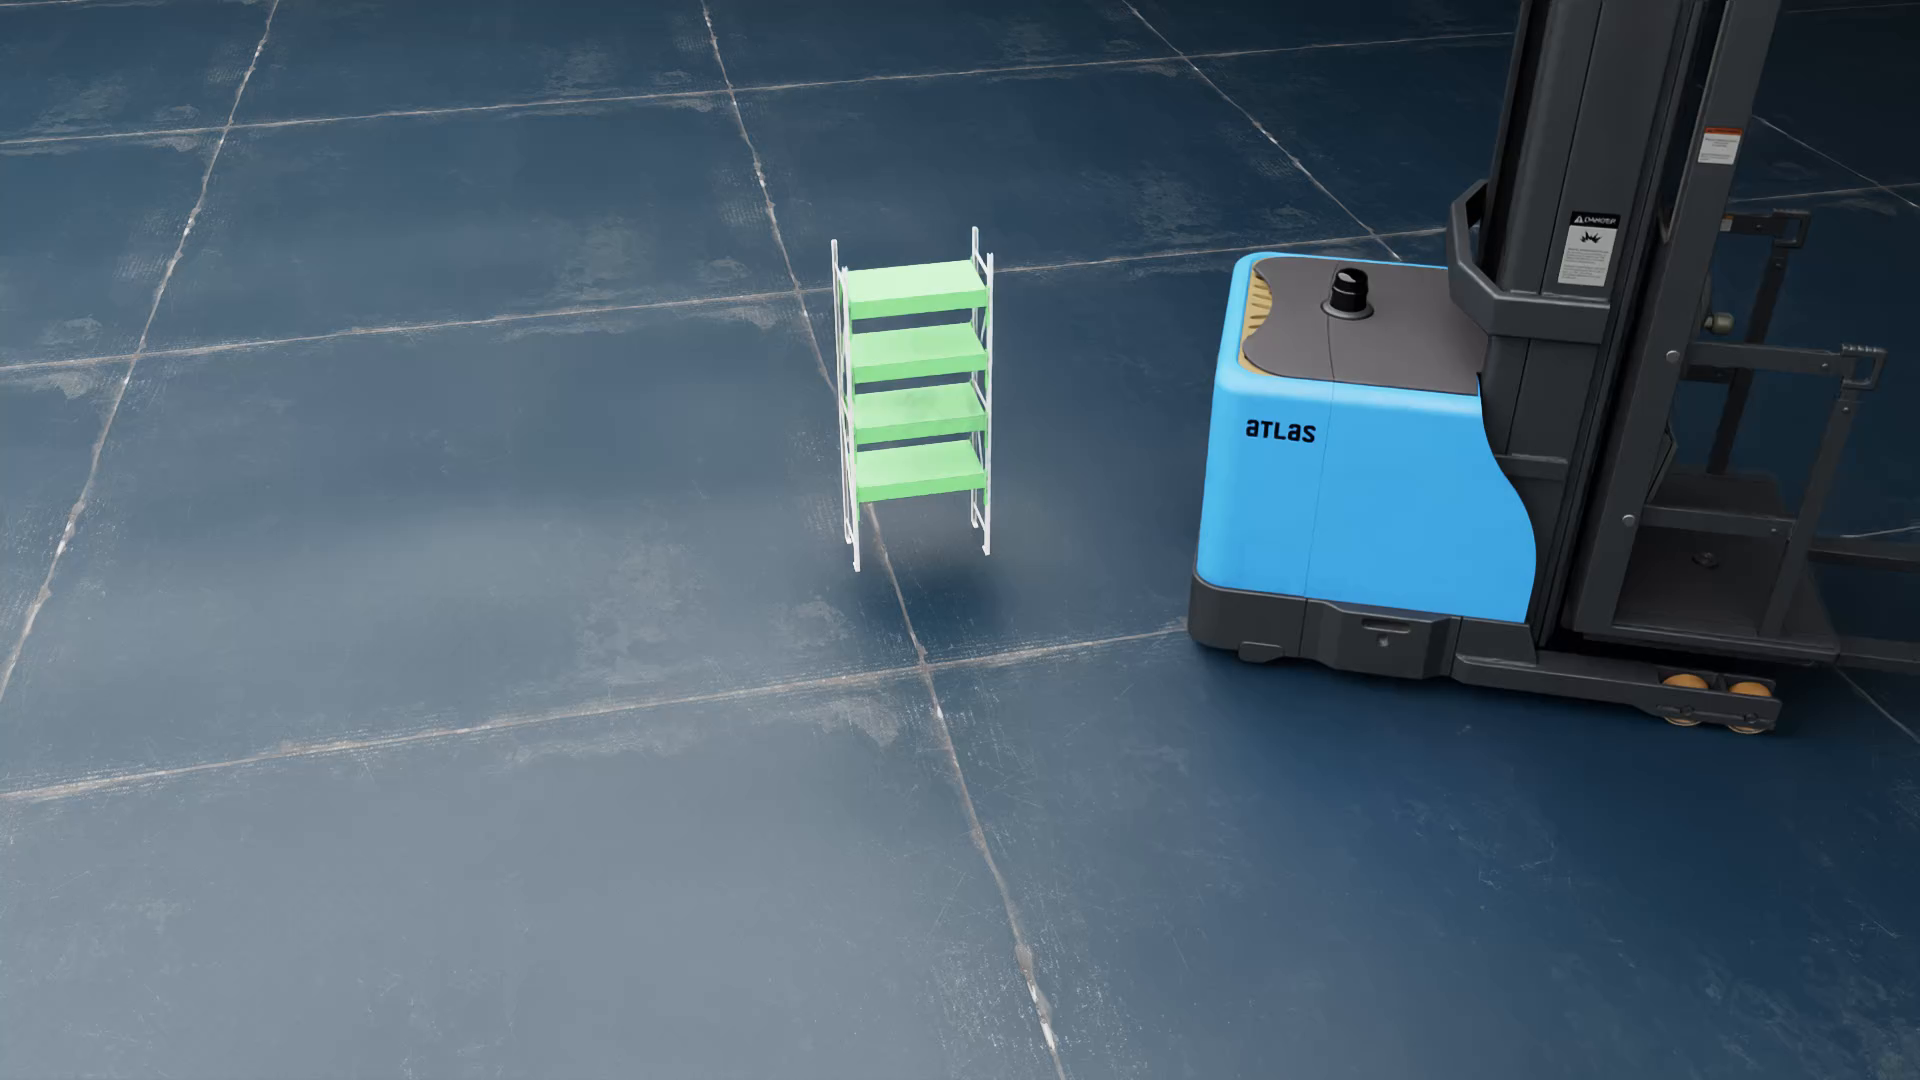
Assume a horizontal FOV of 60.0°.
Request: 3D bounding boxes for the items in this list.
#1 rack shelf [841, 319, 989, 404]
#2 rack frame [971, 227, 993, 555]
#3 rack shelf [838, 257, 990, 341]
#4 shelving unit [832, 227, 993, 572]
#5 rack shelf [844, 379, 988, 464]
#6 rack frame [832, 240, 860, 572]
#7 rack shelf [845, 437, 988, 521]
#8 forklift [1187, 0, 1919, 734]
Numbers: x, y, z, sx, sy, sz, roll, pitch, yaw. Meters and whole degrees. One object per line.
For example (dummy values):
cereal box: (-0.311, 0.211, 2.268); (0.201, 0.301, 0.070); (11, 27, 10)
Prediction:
rack shelf: (-0.161, -0.624, 5.787); (0.480, 0.148, 0.258); (-7, 35, -11)
rack frame: (0.077, -0.508, 5.930); (0.015, 1.200, 0.240); (-7, 35, -11)
rack shelf: (-0.161, -0.823, 5.653); (0.480, 0.148, 0.258); (-7, 35, -11)
shelving unit: (-0.161, -0.478, 5.885); (0.503, 1.200, 0.258); (-7, 35, -11)
rack shelf: (-0.161, -0.425, 5.921); (0.480, 0.148, 0.258); (-7, 35, -11)
rack frame: (-0.399, -0.448, 5.841); (0.015, 1.200, 0.240); (-7, 35, -11)
rack shelf: (-0.161, -0.226, 6.055); (0.480, 0.148, 0.258); (-7, 35, -11)
forklift: (2.346, -0.921, 4.992); (3.031, 2.935, 1.130); (7, 34, 10)
